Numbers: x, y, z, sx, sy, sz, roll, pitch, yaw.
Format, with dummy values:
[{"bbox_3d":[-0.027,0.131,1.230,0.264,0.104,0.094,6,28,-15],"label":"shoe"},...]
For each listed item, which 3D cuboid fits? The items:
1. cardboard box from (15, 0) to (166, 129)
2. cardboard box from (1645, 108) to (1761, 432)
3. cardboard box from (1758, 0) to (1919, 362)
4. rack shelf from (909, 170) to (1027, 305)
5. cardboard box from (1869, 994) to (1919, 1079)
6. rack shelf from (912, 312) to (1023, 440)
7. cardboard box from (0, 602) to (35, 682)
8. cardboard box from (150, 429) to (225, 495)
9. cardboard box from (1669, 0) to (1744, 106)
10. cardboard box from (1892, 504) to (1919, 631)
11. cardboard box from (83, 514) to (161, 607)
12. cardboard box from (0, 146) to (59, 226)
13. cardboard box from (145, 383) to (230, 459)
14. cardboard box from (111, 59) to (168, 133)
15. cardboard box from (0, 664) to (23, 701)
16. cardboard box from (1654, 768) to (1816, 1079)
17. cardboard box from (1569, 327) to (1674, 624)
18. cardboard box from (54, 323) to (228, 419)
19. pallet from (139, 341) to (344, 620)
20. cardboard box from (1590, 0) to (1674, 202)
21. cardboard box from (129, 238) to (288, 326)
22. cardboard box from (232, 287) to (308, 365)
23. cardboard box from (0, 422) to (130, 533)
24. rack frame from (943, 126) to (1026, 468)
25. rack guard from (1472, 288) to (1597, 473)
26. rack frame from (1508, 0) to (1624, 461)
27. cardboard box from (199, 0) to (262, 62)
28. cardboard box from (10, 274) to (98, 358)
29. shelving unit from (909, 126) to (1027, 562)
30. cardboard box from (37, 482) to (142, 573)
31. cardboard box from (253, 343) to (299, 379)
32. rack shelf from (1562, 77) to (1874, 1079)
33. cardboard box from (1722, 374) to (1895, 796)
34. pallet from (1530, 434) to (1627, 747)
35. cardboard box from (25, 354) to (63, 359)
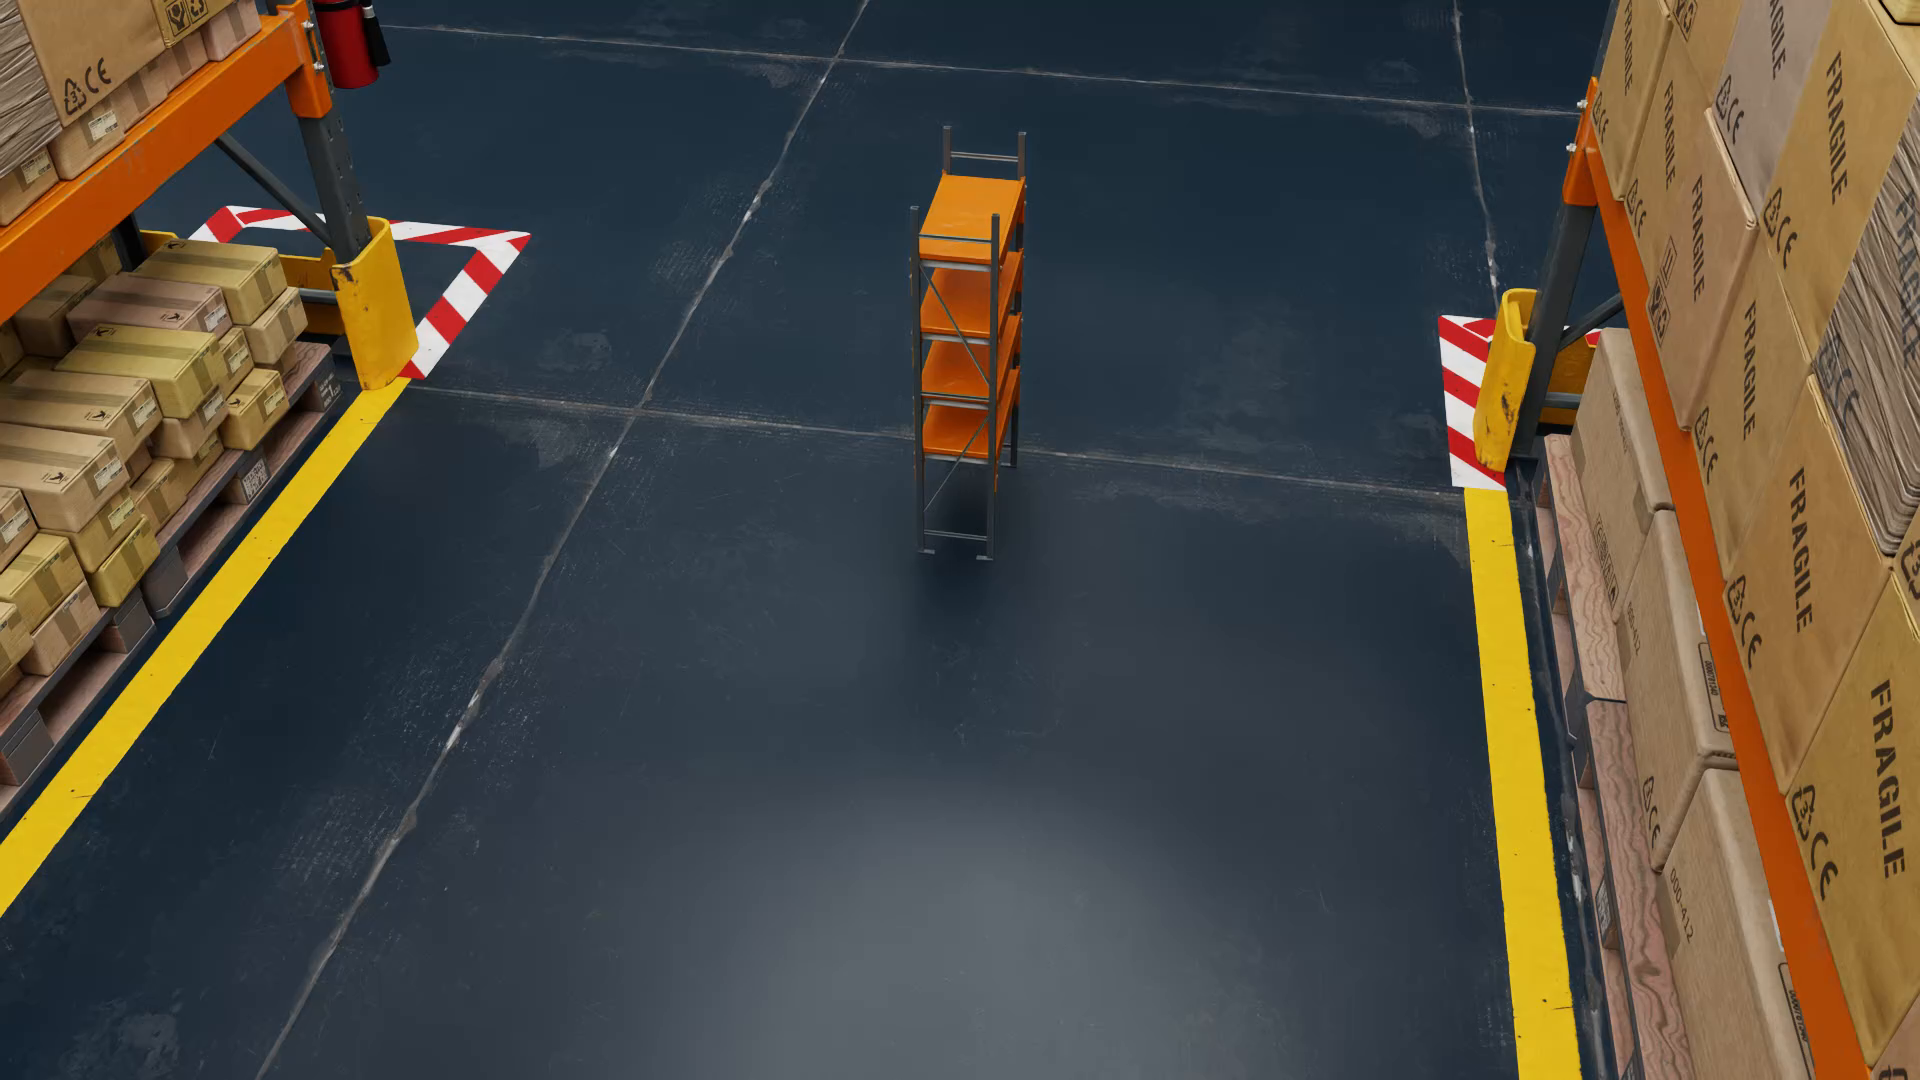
[{"bbox_3d":[-2.487,-1.420,4.301,0.500,0.500,0.500,6,40,7],"label":"cardboard box"},{"bbox_3d":[1.792,-0.548,3.481,0.500,0.500,0.500,6,40,7],"label":"cardboard box"},{"bbox_3d":[1.711,-0.609,2.770,0.500,0.500,0.500,7,40,8],"label":"cardboard box"},{"bbox_3d":[0.029,-0.869,4.743,0.258,0.148,0.480,6,40,8],"label":"rack shelf"},{"bbox_3d":[1.461,0.735,1.928,0.500,0.500,0.500,7,40,8],"label":"cardboard box"},{"bbox_3d":[0.029,-0.514,5.036,0.258,0.148,0.480,6,40,8],"label":"rack shelf"},{"bbox_3d":[-2.627,0.273,4.240,0.380,0.149,0.250,7,40,8],"label":"cardboard box"},{"bbox_3d":[-2.530,-0.281,5.143,0.380,0.149,0.250,6,40,7],"label":"cardboard box"},{"bbox_3d":[1.878,-1.246,3.540,0.500,0.500,0.500,5,40,6],"label":"cardboard box"},{"bbox_3d":[1.537,0.025,2.002,0.500,0.500,0.500,6,40,7],"label":"cardboard box"},{"bbox_3d":[-2.542,0.043,4.752,0.380,0.149,0.250,5,40,6],"label":"cardboard box"},{"bbox_3d":[-2.551,-0.931,4.219,0.380,0.149,0.250,5,40,6],"label":"cardboard box"},{"bbox_3d":[-2.467,-0.388,5.040,0.380,0.149,0.250,5,40,6],"label":"cardboard box"},{"bbox_3d":[-2.455,-1.256,4.612,0.380,0.149,0.250,6,40,7],"label":"cardboard box"},{"bbox_3d":[-2.727,0.363,4.365,0.380,0.149,0.250,7,40,9],"label":"cardboard box"},{"bbox_3d":[2.001,0.975,3.398,0.875,0.438,0.875,5,40,6],"label":"cardboard box"},{"bbox_3d":[2.308,-0.166,4.778,0.875,0.438,0.875,5,40,6],"label":"cardboard box"},{"bbox_3d":[-2.430,-0.504,4.946,0.380,0.149,0.250,6,40,7],"label":"cardboard box"},{"bbox_3d":[-2.757,-0.271,5.412,1.003,0.211,1.213,6,40,8],"label":"pallet"},{"bbox_3d":[1.958,-1.186,4.252,0.500,0.500,0.500,6,40,7],"label":"cardboard box"},{"bbox_3d":[-2.411,-0.832,5.343,0.380,0.149,0.250,7,40,8],"label":"cardboard box"},{"bbox_3d":[-2.379,-0.715,5.435,0.380,0.149,0.250,5,40,6],"label":"cardboard box"},{"bbox_3d":[-2.529,-0.174,4.547,0.380,0.149,0.250,8,40,9],"label":"cardboard box"},{"bbox_3d":[0.071,-0.719,5.179,0.240,1.200,0.015,6,40,8],"label":"rack frame"},{"bbox_3d":[2.328,-0.469,5.425,1.175,0.500,0.348,6,40,8],"label":"rack guard"},{"bbox_3d":[2.324,-1.417,4.610,1.000,3.000,0.127,6,40,8],"label":"rack frame"},{"bbox_3d":[-2.347,-1.567,4.988,0.380,0.149,0.250,6,40,8],"label":"cardboard box"},{"bbox_3d":[-2.923,-0.714,5.201,0.380,0.149,0.250,7,40,8],"label":"cardboard box"},{"bbox_3d":[0.029,-0.566,4.993,0.258,1.200,0.503,6,40,8],"label":"shelving unit"},{"bbox_3d":[-2.544,-0.062,4.645,0.380,0.149,0.250,7,40,8],"label":"cardboard box"},{"bbox_3d":[-2.454,-0.609,5.541,0.380,0.149,0.250,7,40,8],"label":"cardboard box"},{"bbox_3d":[1.978,0.115,3.321,1.077,0.370,4.000,6,40,8],"label":"rack shelf"},{"bbox_3d":[1.617,0.095,2.703,0.500,0.500,0.500,6,40,7],"label":"cardboard box"},{"bbox_3d":[2.263,0.168,4.881,1.003,0.211,1.213,6,40,8],"label":"pallet"},{"bbox_3d":[-3.015,-0.611,5.310,0.380,0.149,0.250,6,40,7],"label":"cardboard box"}]
